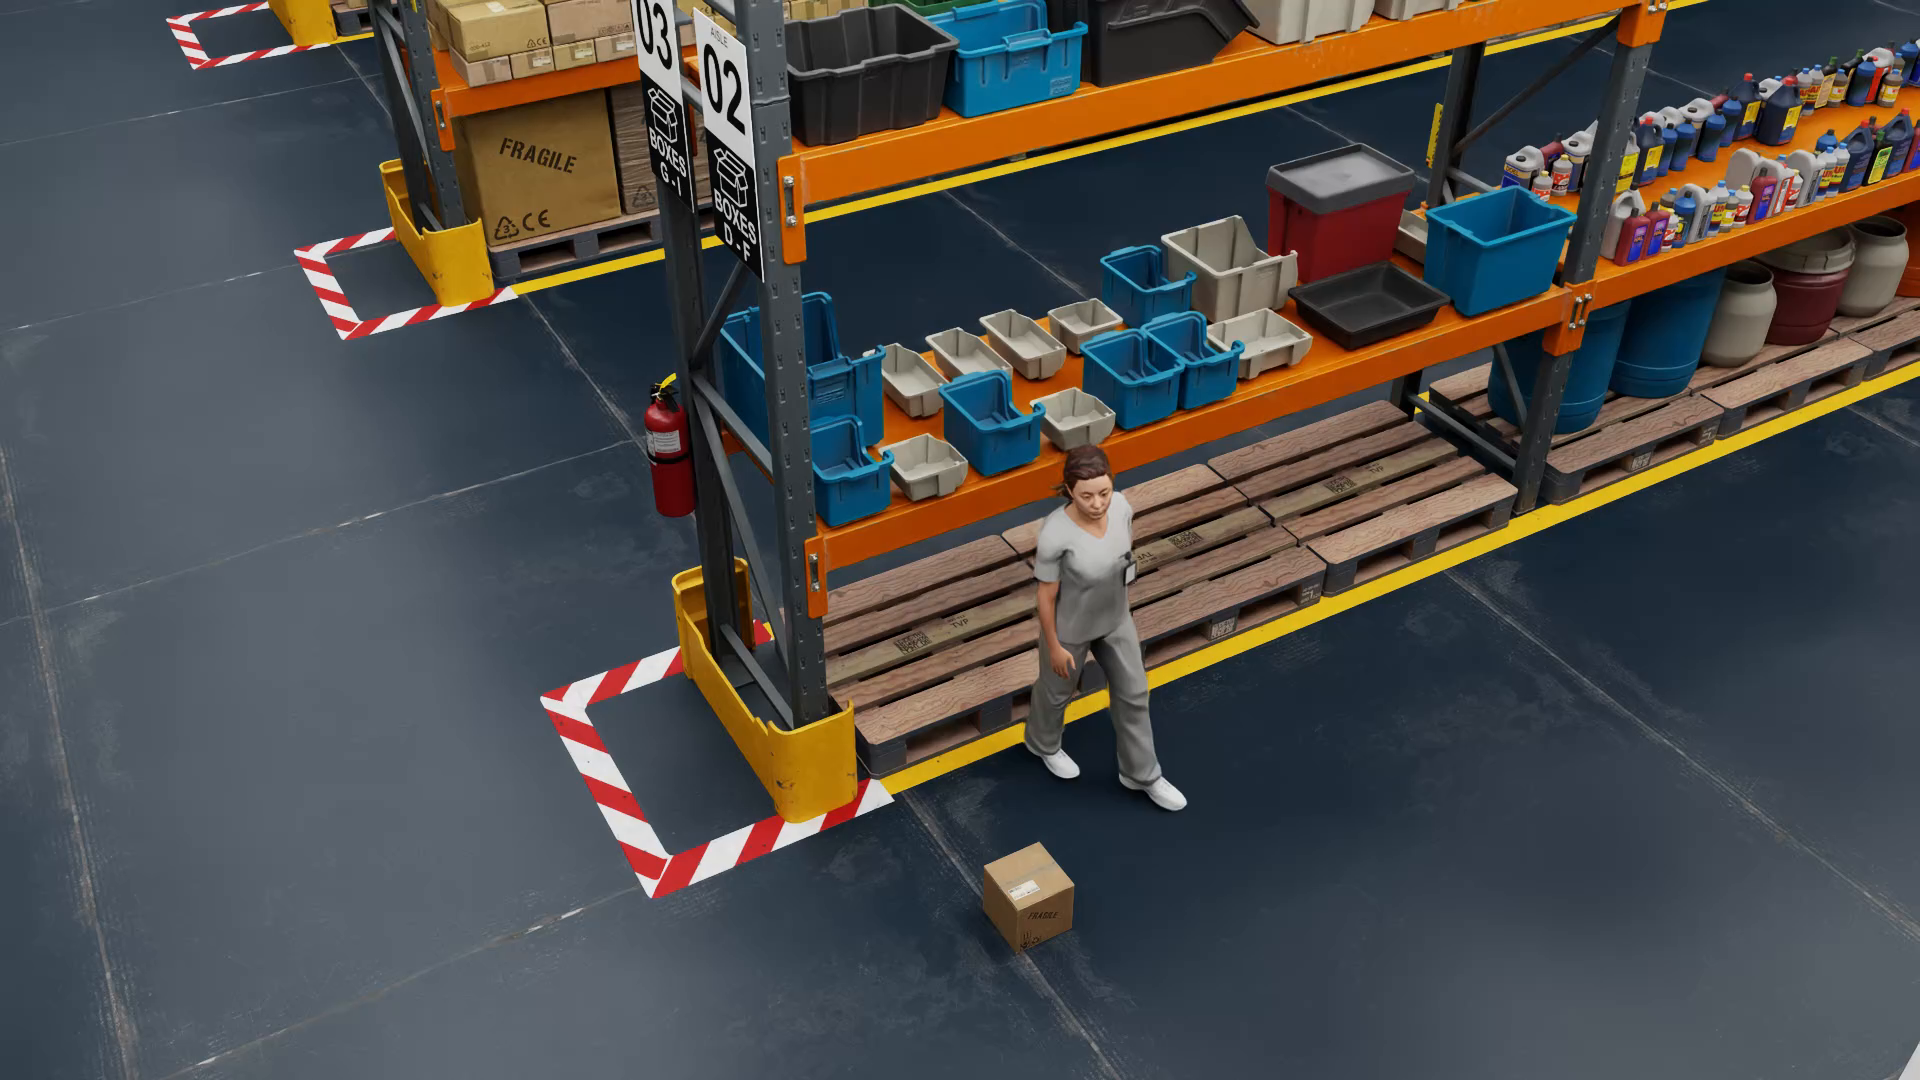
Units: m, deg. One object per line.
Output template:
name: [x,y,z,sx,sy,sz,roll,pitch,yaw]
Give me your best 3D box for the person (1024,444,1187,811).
person: [0.543,0.345,6.446,0.545,1.659,0.674,-19,41,-24]
